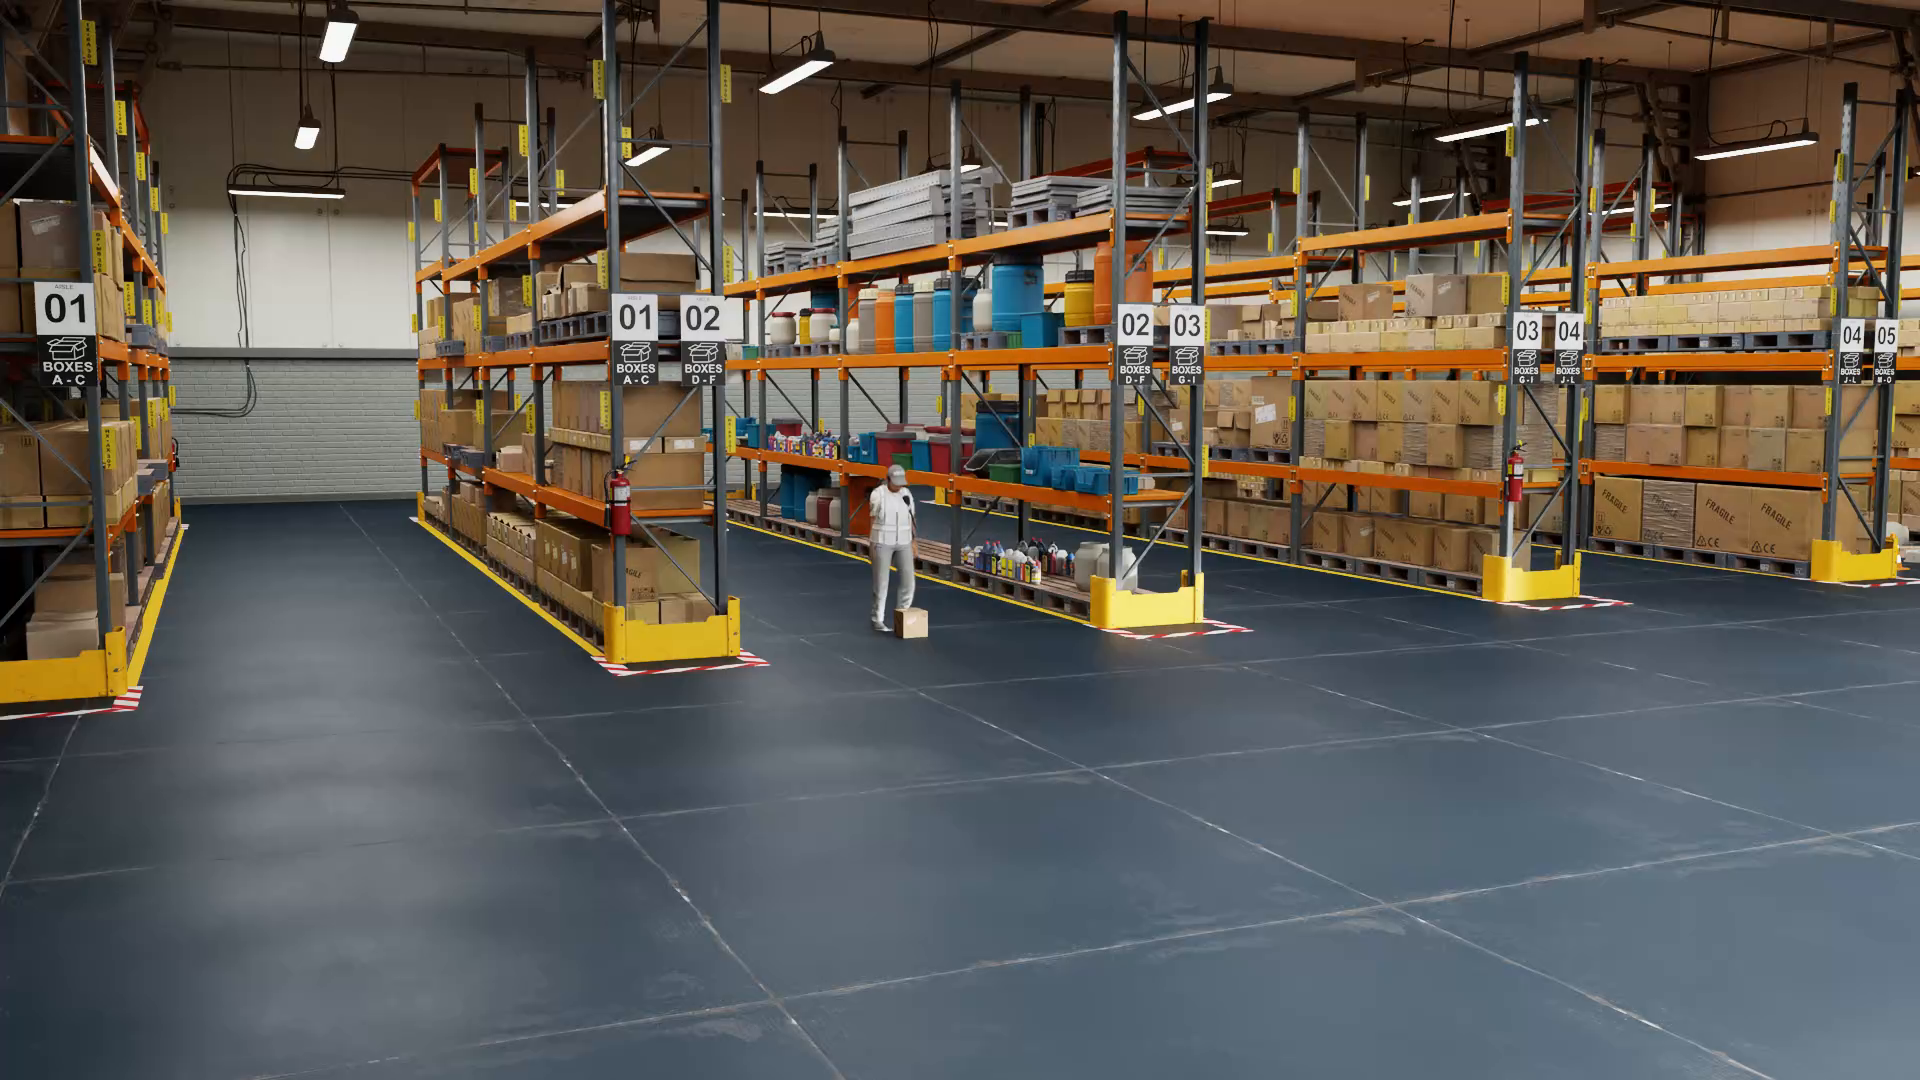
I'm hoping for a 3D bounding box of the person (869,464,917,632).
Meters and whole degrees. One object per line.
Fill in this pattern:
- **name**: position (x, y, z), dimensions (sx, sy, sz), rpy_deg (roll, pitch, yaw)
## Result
- **person**: position (-0.652, 0.072, 16.423), dimensions (0.483, 1.643, 0.429), rpy_deg (-2, 6, -22)
